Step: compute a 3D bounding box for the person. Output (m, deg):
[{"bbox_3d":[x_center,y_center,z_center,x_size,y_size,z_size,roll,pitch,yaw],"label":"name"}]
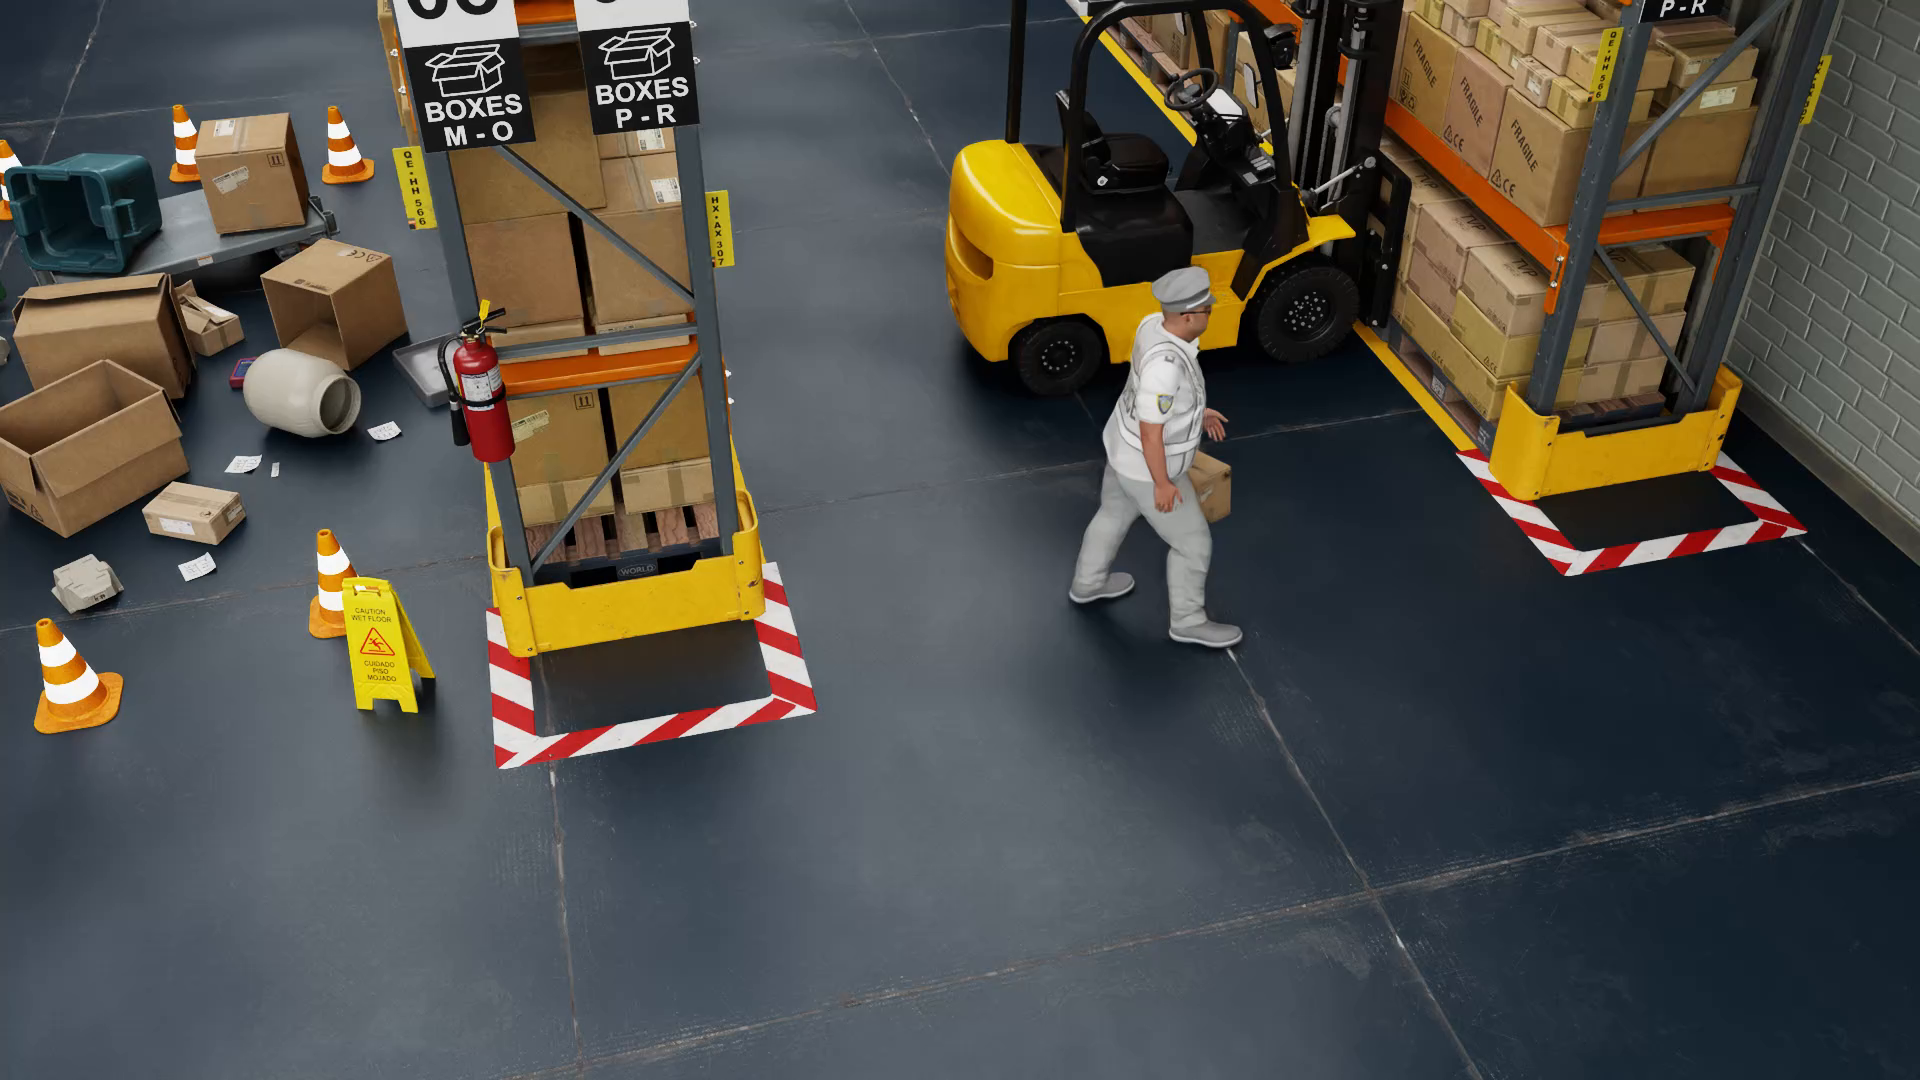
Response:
[{"bbox_3d":[0.885,-0.368,7.185,0.735,1.736,0.667,-3,38,-4],"label":"person"}]
